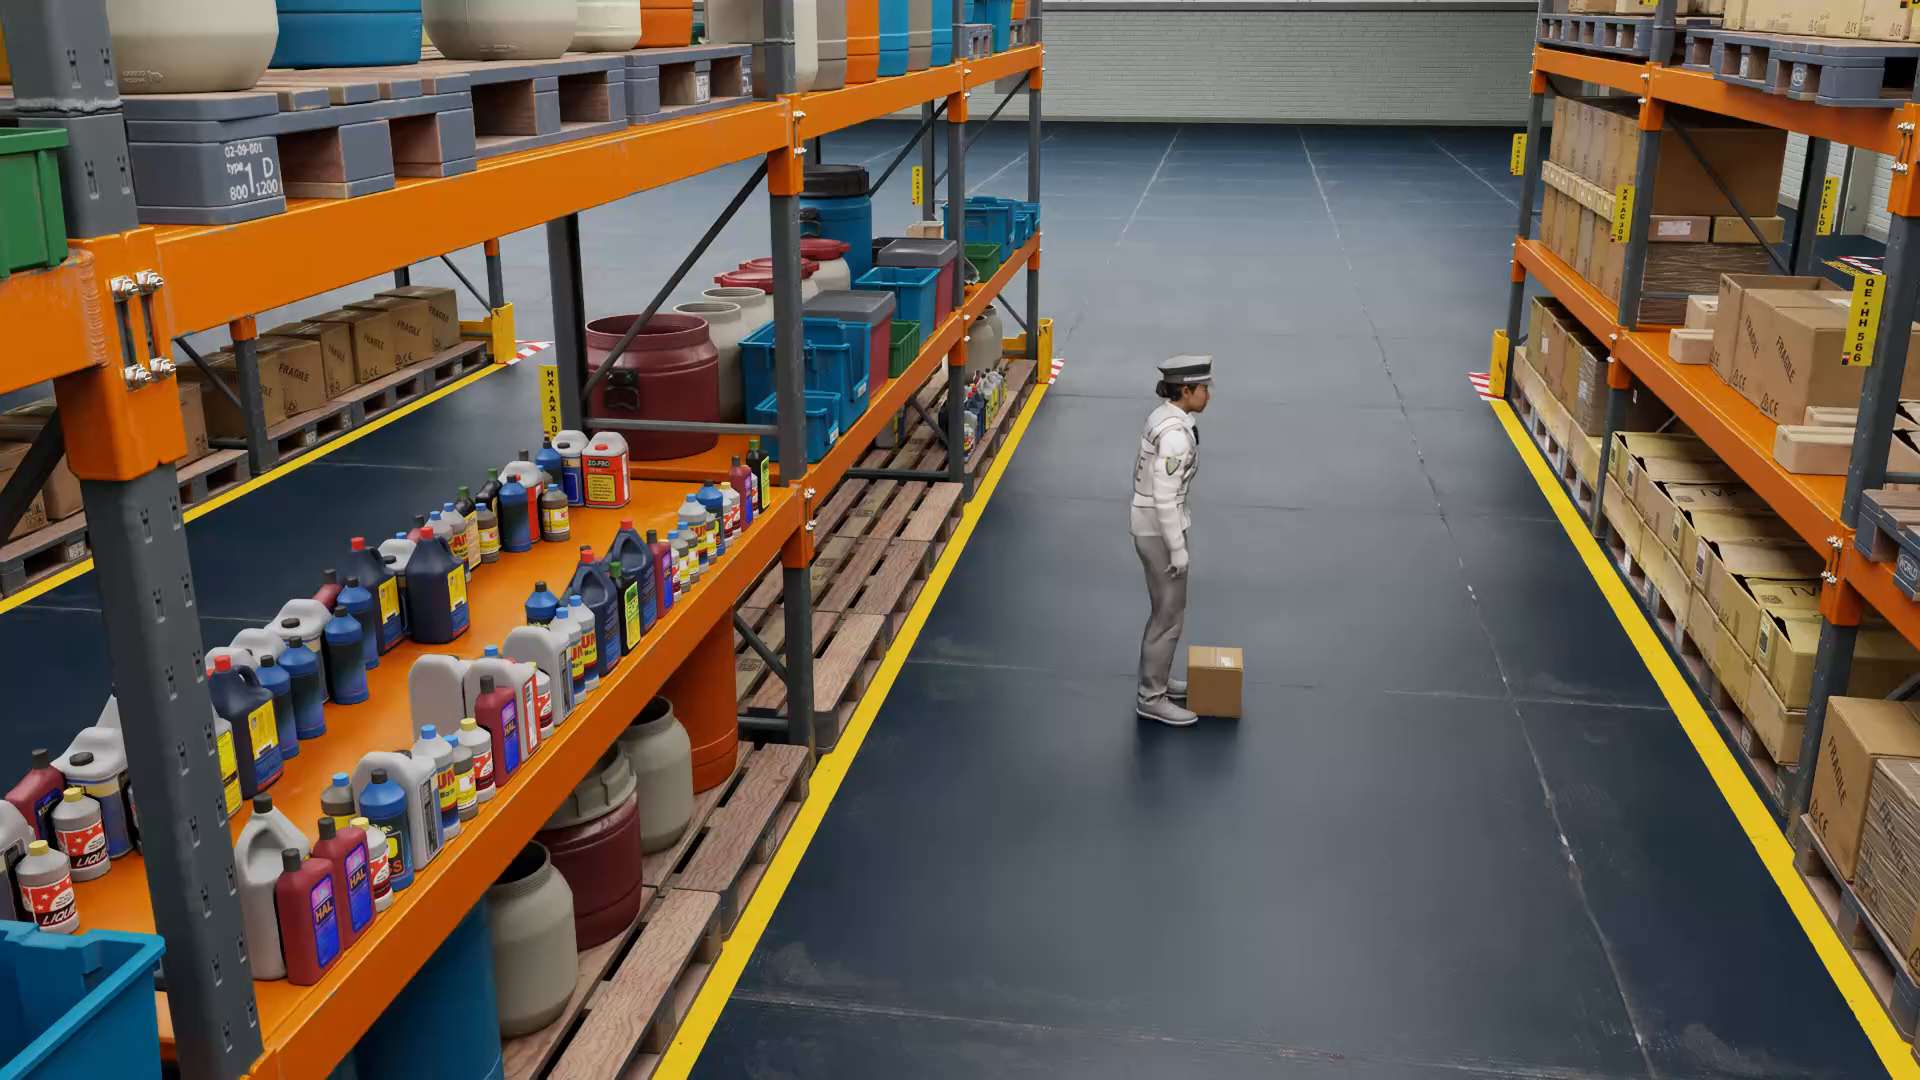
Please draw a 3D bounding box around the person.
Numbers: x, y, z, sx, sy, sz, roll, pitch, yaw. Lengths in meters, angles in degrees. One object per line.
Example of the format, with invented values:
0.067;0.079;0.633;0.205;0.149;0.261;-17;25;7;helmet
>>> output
0.955;-0.022;7.610;0.369;1.667;0.547;2;18;6;person
